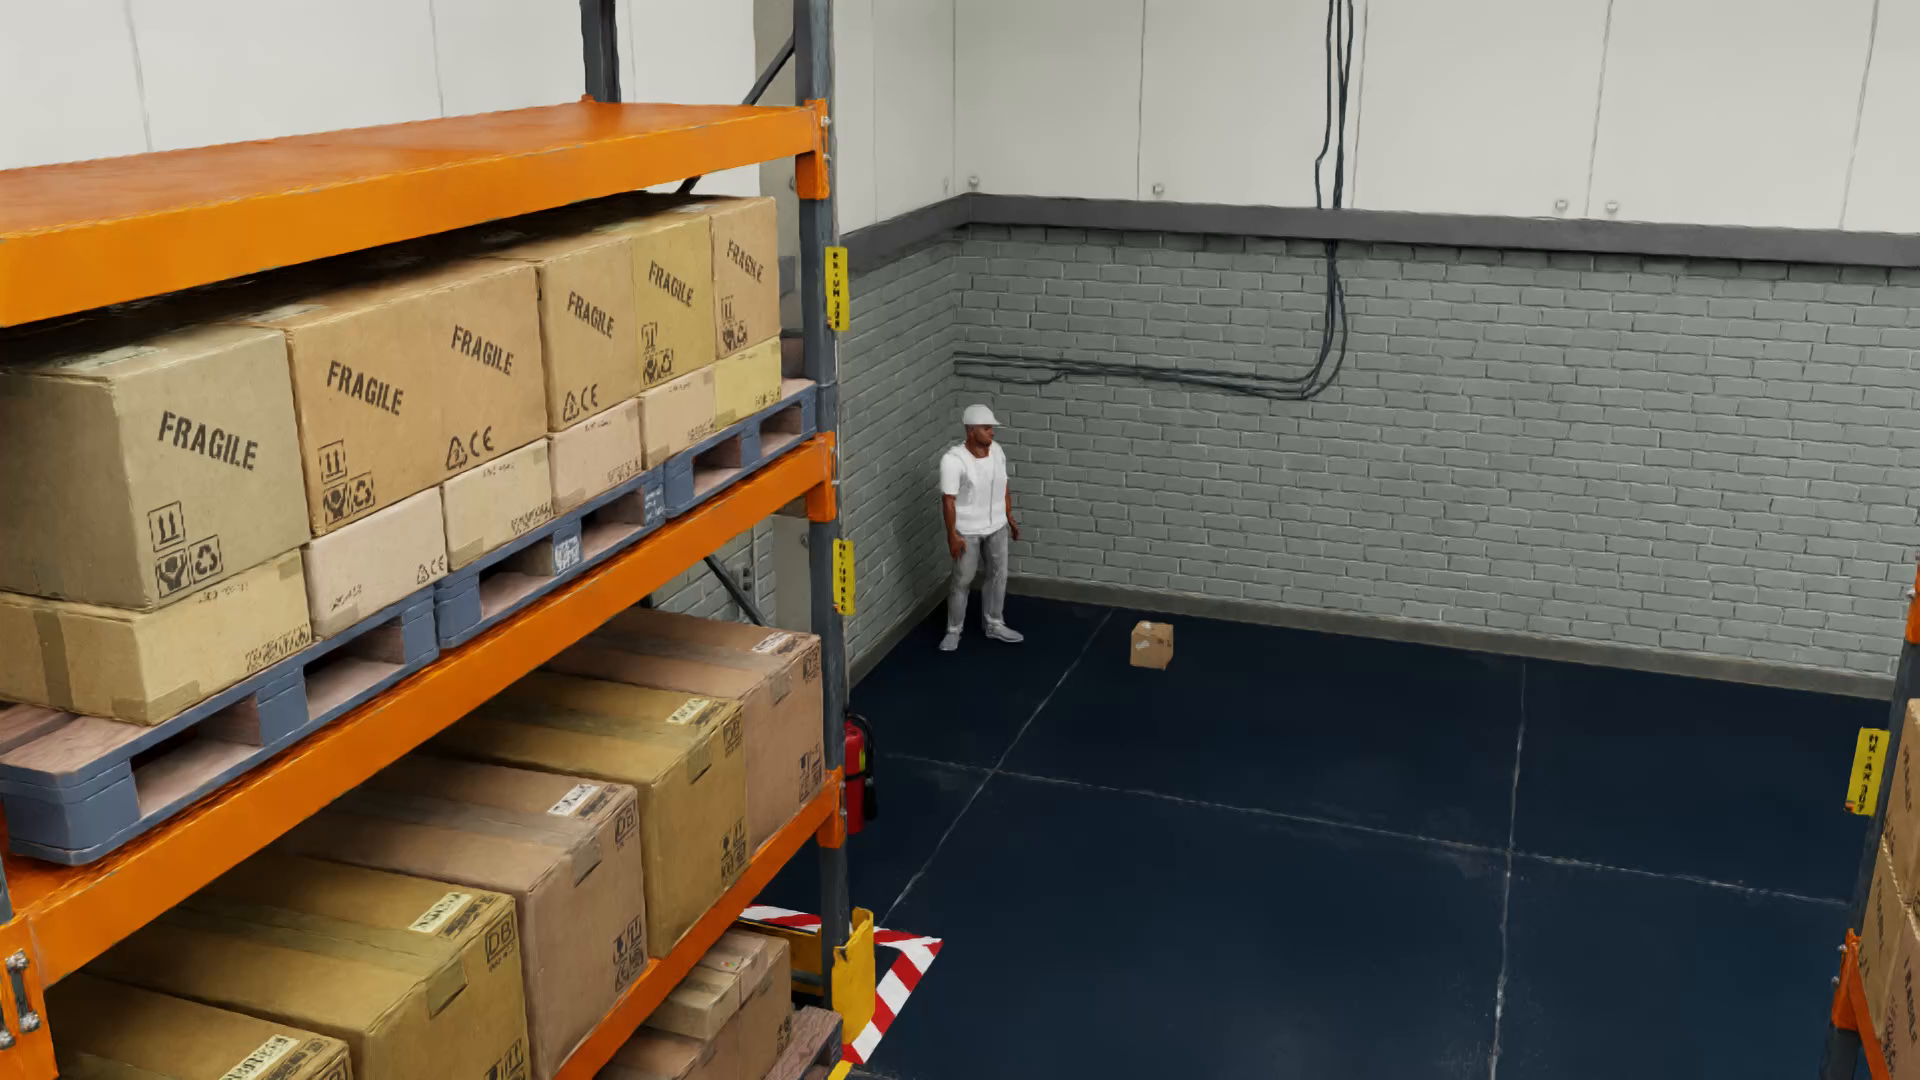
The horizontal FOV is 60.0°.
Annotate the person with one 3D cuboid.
[{"bbox_3d":[0.133,-0.096,11.739,0.663,1.771,0.377,-13,22,-34],"label":"person"}]
